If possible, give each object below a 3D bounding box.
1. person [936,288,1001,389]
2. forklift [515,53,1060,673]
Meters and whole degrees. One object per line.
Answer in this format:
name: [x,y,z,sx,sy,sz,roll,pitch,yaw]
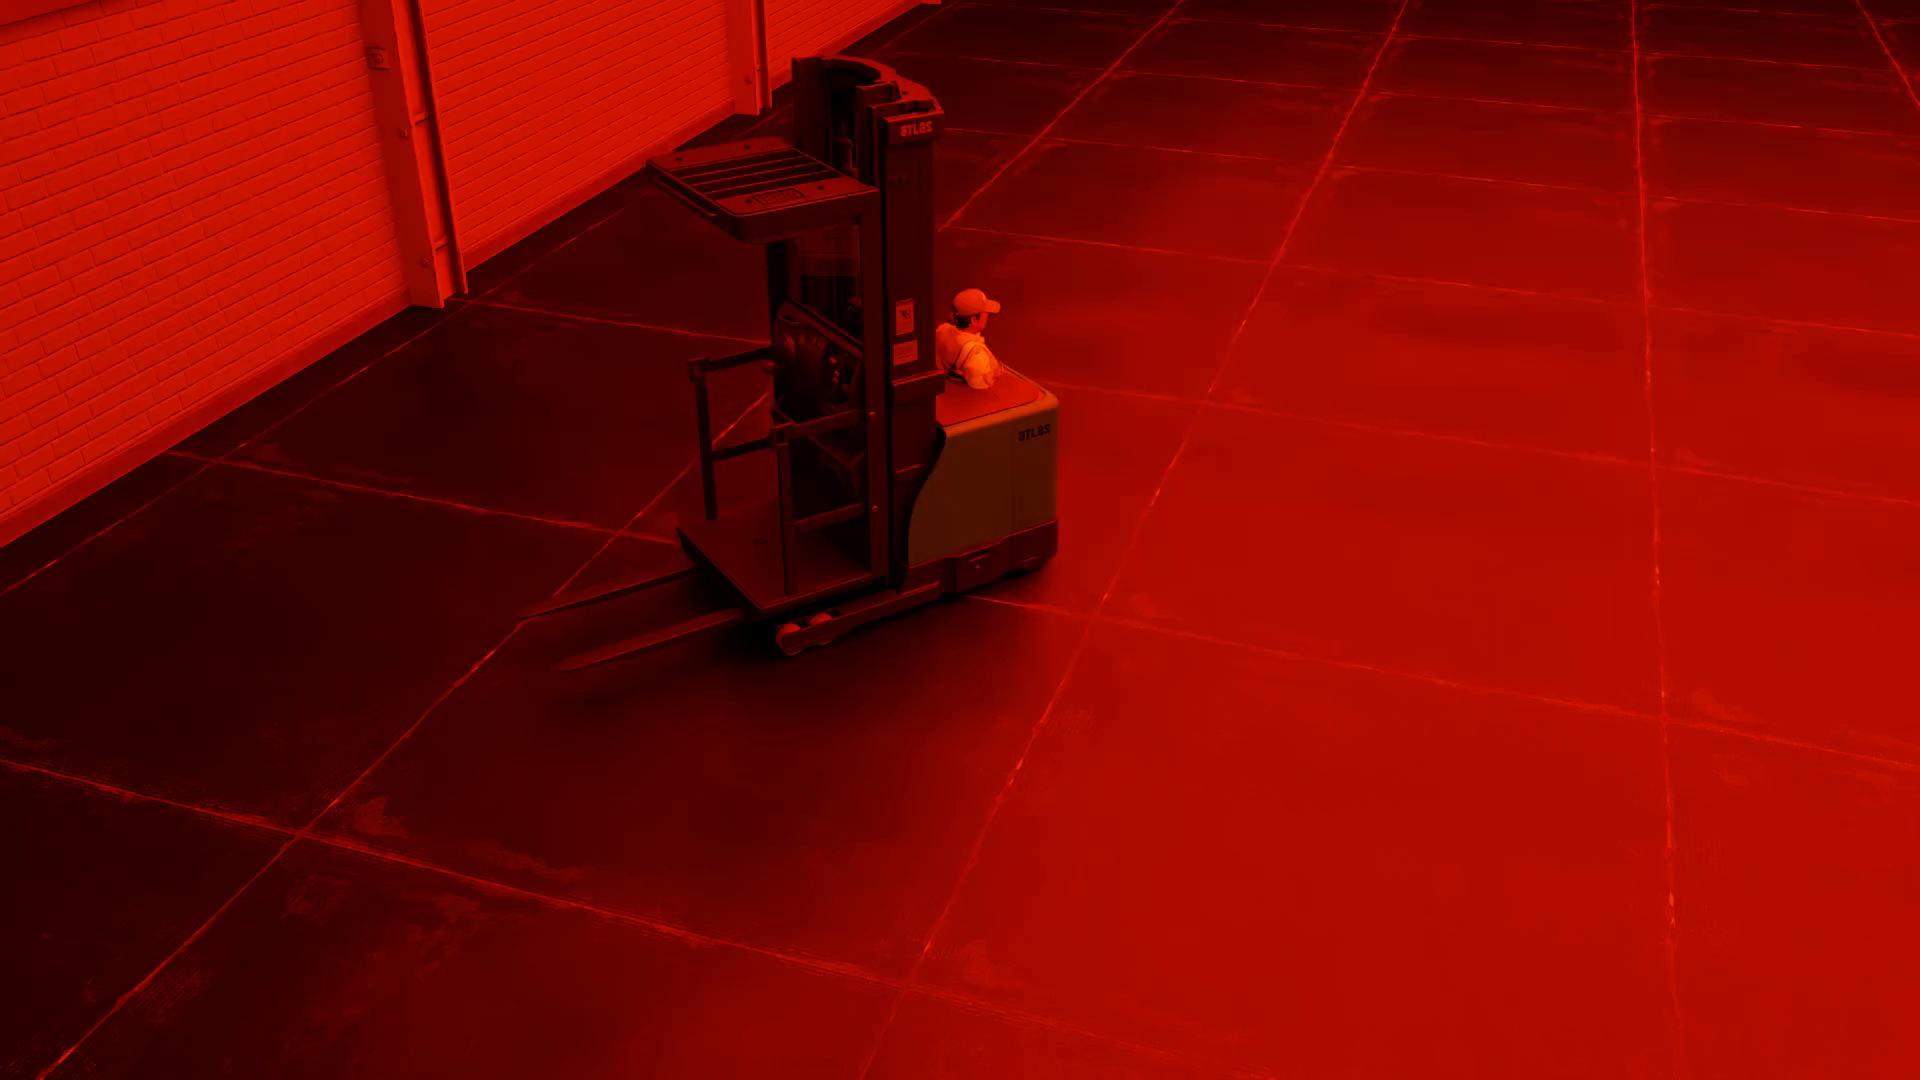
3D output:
person: [0.113,-0.724,9.751,0.479,1.605,0.685,-14,32,-23]
forklift: [-0.942,-0.949,8.802,3.031,2.935,1.130,-18,34,-28]
